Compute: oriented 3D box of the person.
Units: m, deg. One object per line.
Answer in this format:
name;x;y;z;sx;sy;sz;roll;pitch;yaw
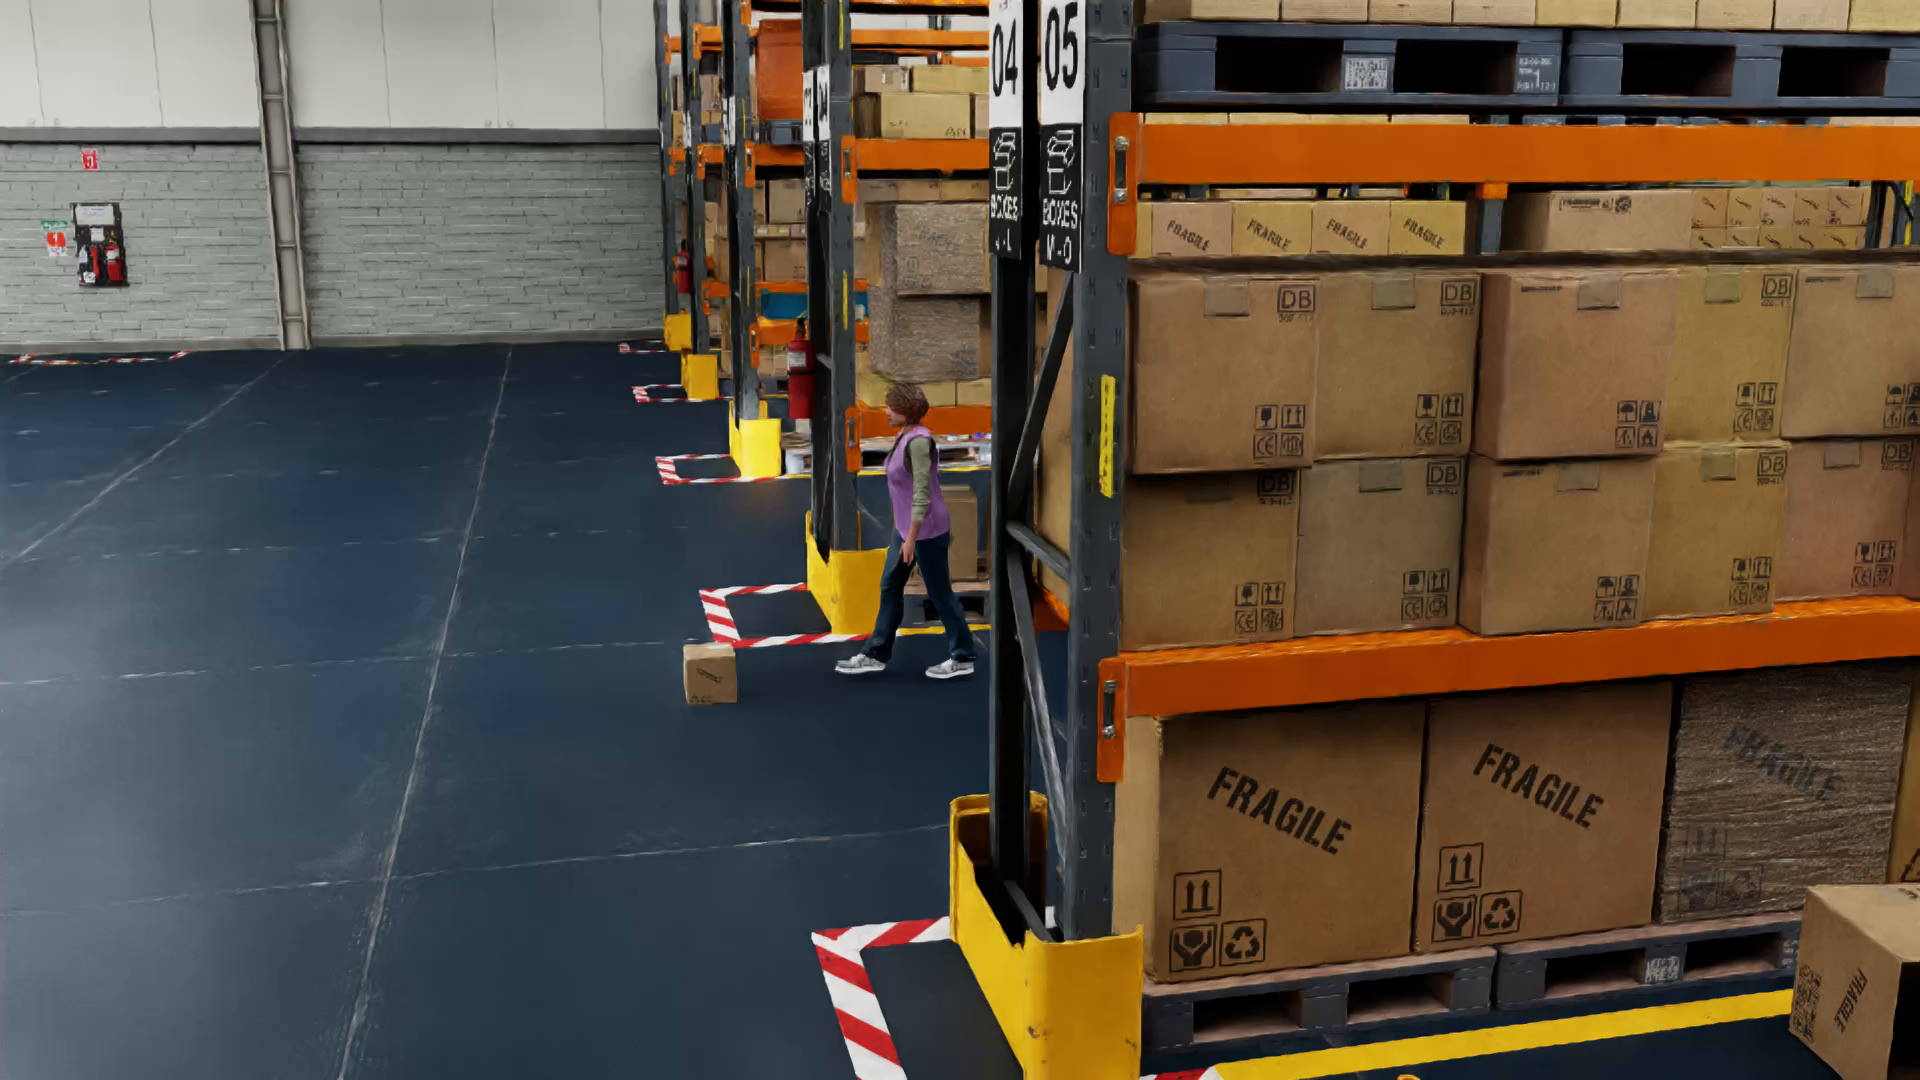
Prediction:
person;-0.263;-0.034;8.614;0.737;1.574;0.429;-4;14;-17
